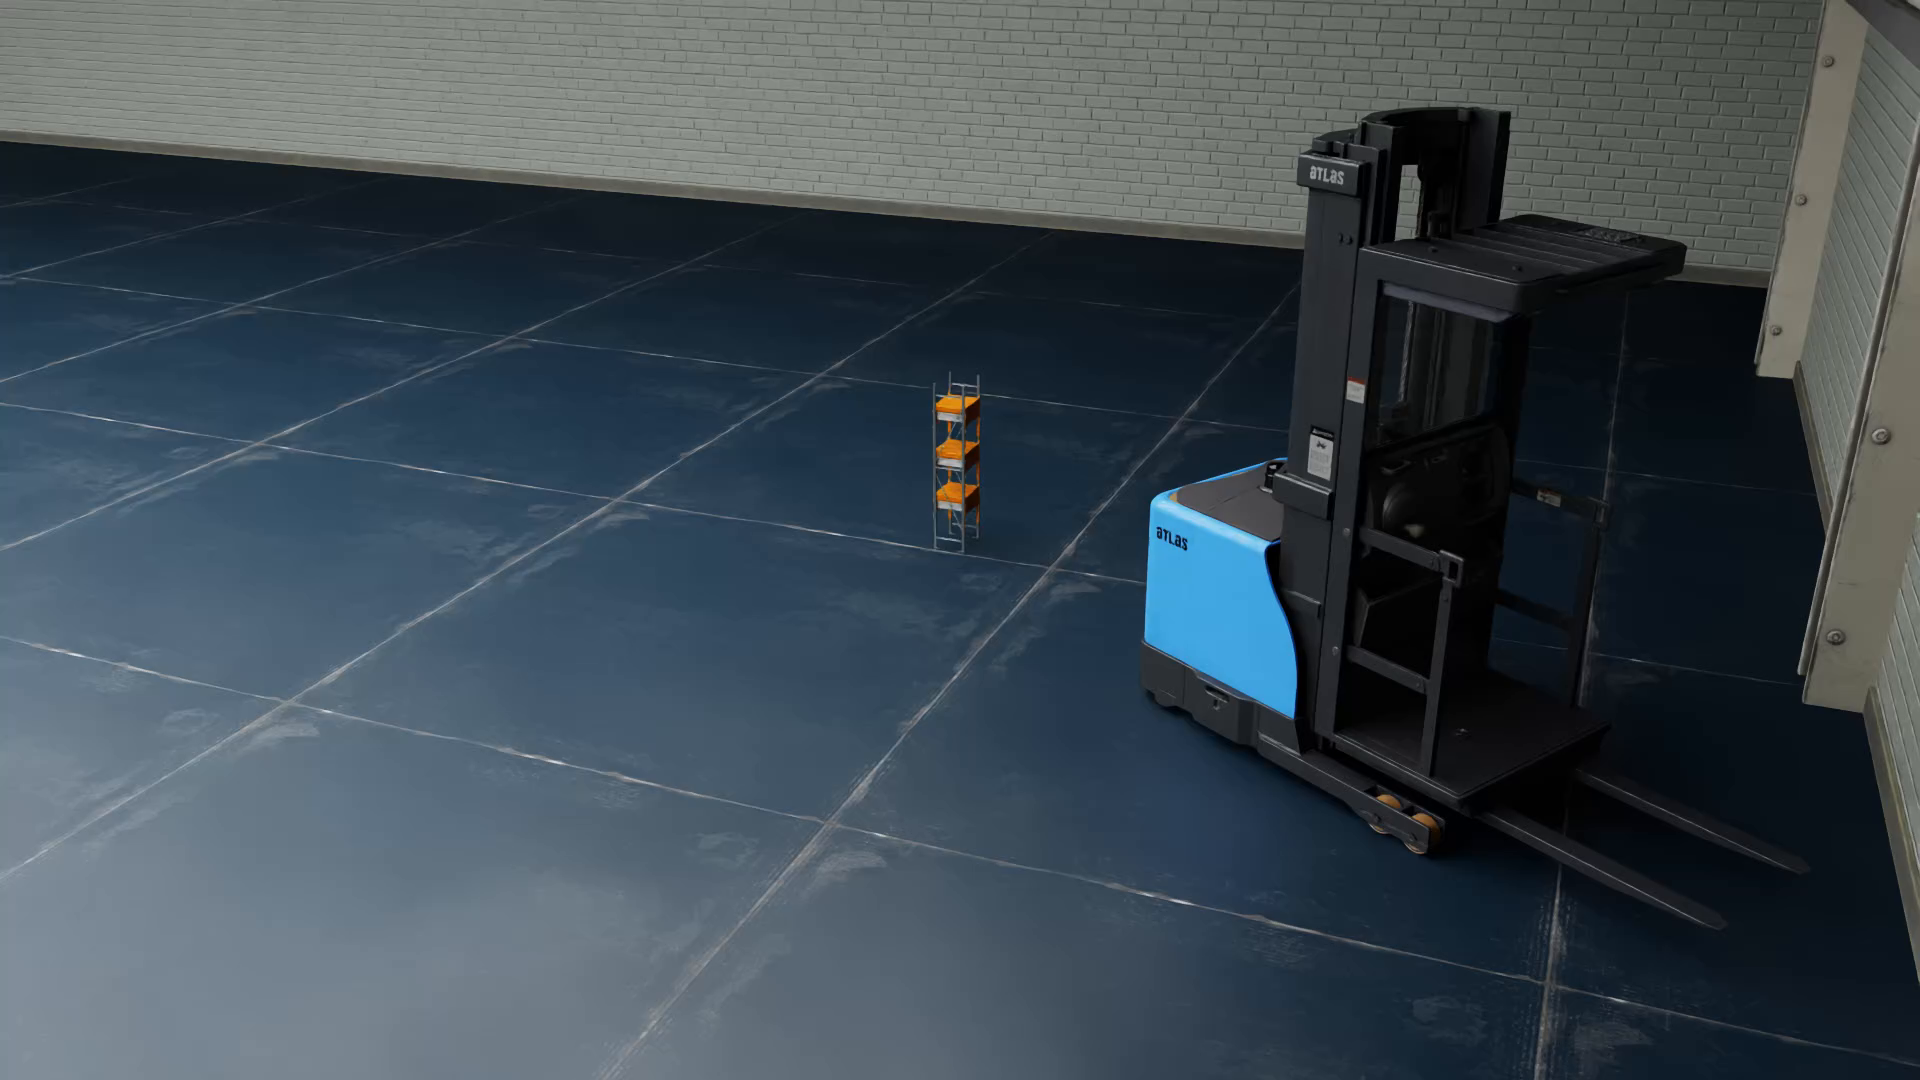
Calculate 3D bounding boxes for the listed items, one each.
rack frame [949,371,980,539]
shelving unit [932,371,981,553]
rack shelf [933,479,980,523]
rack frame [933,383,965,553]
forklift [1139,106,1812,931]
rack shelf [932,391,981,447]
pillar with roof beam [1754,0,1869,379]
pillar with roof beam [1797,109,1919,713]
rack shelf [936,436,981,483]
[{"bbox_3d":[0.025,-0.509,10.106,0.200,1.050,0.008,9,24,20],"label":"rack frame"},{"bbox_3d":[-0.020,-0.465,10.002,0.215,1.050,0.252,9,24,20],"label":"shelving unit"},{"bbox_3d":[-0.020,-0.199,10.113,0.215,0.259,0.240,9,24,20],"label":"rack shelf"},{"bbox_3d":[-0.065,-0.422,9.897,0.200,1.050,0.008,9,24,20],"label":"rack frame"},{"bbox_3d":[2.187,-0.236,7.011,1.130,2.935,3.031,-16,28,-34],"label":"forklift"},{"bbox_3d":[-0.020,-0.717,9.897,0.215,0.259,0.240,9,24,20],"label":"rack shelf"},{"bbox_3d":[2.652,-6.150,13.298,9.100,9.000,0.400,9,24,20],"label":"pillar with roof beam"},{"bbox_3d":[0.423,-4.003,8.157,9.100,9.000,0.400,9,24,20],"label":"pillar with roof beam"},{"bbox_3d":[-0.020,-0.456,10.006,0.215,0.259,0.240,9,24,20],"label":"rack shelf"}]
